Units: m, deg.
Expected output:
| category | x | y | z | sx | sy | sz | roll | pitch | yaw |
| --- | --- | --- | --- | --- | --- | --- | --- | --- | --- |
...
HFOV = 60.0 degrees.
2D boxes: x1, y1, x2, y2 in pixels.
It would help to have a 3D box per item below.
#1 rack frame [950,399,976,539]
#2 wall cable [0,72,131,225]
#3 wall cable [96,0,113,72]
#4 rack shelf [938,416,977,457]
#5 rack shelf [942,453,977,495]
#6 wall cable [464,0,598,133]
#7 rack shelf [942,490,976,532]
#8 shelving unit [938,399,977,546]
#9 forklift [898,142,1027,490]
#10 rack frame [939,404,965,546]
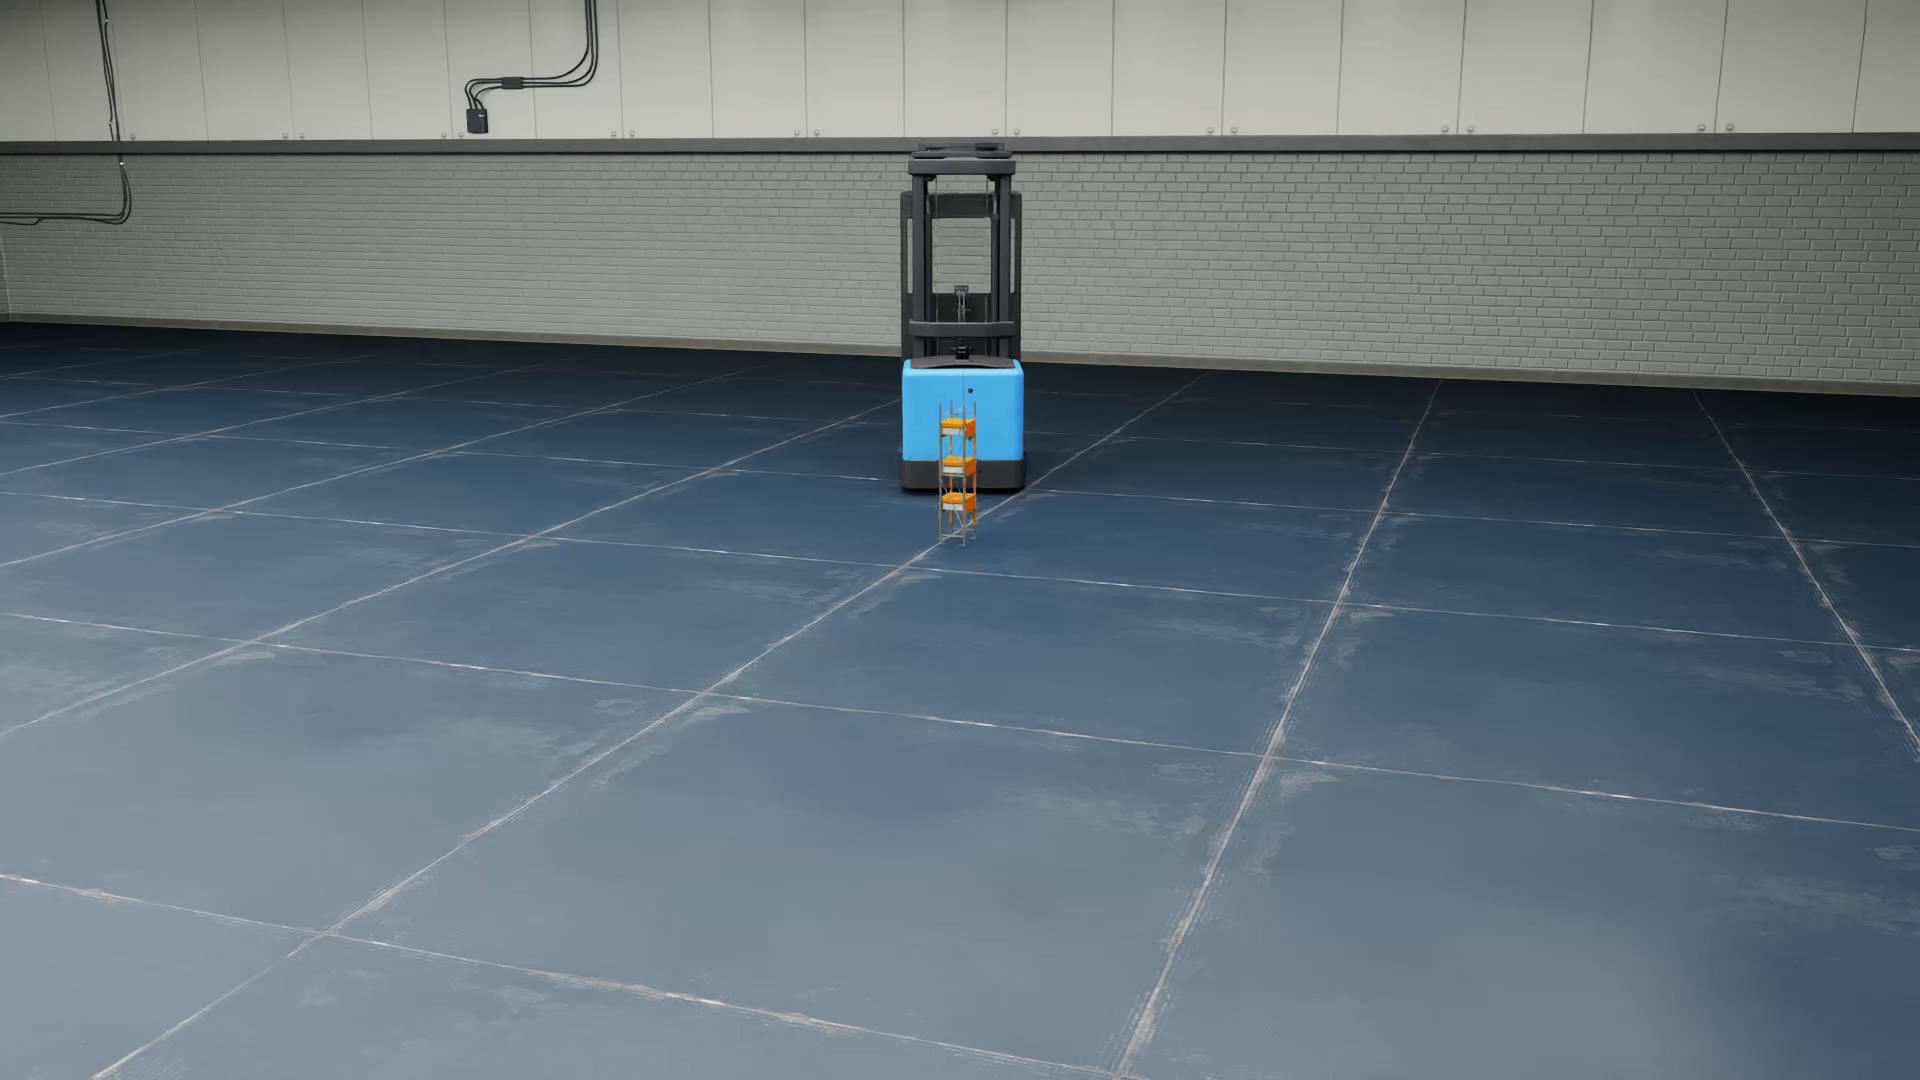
| category | x | y | z | sx | sy | sz | roll | pitch | yaw |
| --- | --- | --- | --- | --- | --- | --- | --- | --- | --- |
| rack frame | 0.022 | -0.526 | 12.434 | 0.200 | 1.050 | 0.008 | 4 | 14 | 18 |
| wall cable | -15.460 | -6.640 | 28.336 | 3.097 | 2.526 | 0.112 | 4 | 14 | 18 |
| wall cable | -12.900 | -8.908 | 26.921 | 3.097 | 2.526 | 0.112 | 4 | 14 | 18 |
| rack shelf | -0.017 | -0.767 | 12.261 | 0.215 | 0.259 | 0.240 | 4 | 14 | 18 |
| rack shelf | -0.017 | -0.490 | 12.324 | 0.215 | 0.259 | 0.240 | 4 | 14 | 18 |
| wall cable | -6.482 | -9.125 | 24.603 | 2.305 | 6.003 | 0.169 | 4 | 14 | 18 |
| rack shelf | -0.017 | -0.219 | 12.386 | 0.215 | 0.259 | 0.240 | 4 | 14 | 18 |
| shelving unit | -0.017 | -0.501 | 12.322 | 0.215 | 1.050 | 0.252 | 4 | 14 | 18 |
| forklift | 0.004 | -2.133 | 15.246 | 1.130 | 2.935 | 3.031 | 0 | 13 | -1 |
| rack frame | -0.057 | -0.475 | 12.209 | 0.200 | 1.050 | 0.008 | 4 | 14 | 18 |
